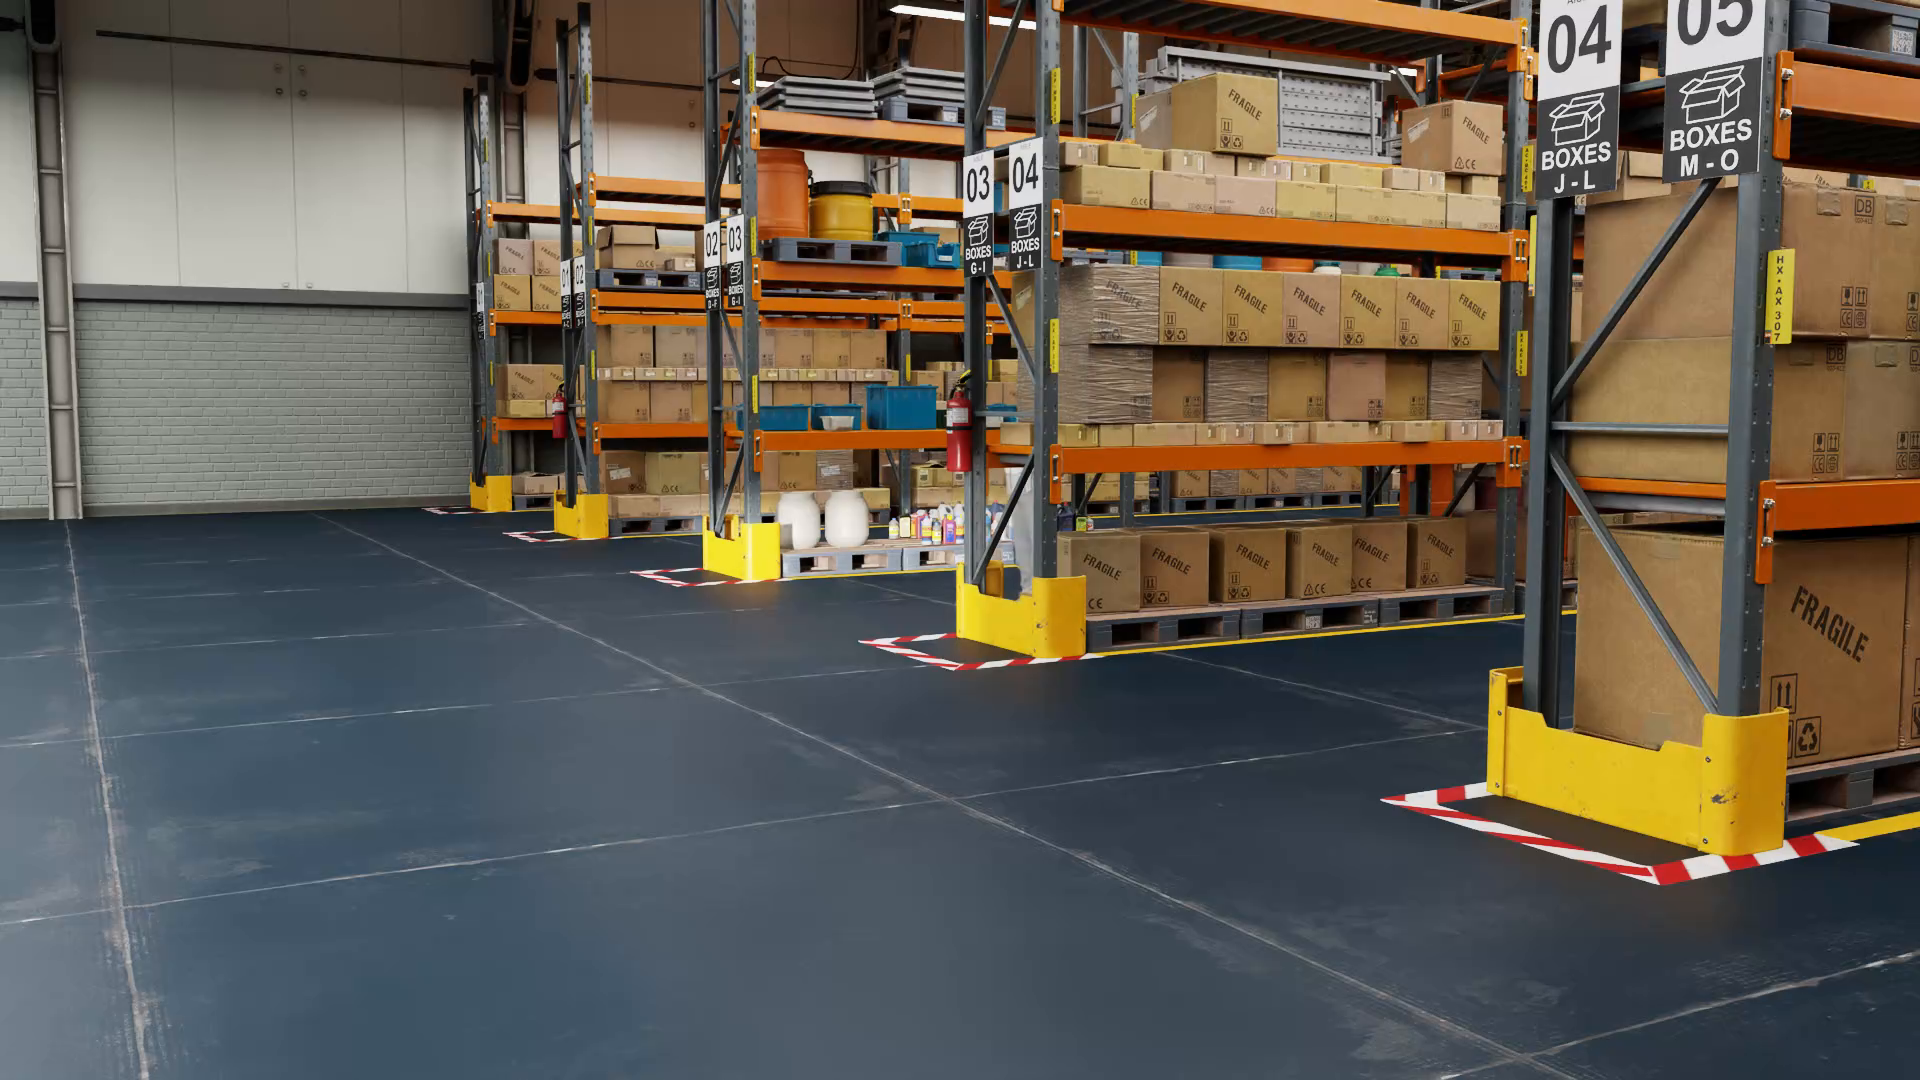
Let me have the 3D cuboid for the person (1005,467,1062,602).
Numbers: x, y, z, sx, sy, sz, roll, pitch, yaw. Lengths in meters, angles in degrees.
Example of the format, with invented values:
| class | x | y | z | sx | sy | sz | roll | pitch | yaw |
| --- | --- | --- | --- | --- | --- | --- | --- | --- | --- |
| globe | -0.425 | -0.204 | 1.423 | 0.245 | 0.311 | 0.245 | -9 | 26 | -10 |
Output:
| class | x | y | z | sx | sy | sz | roll | pitch | yaw |
| --- | --- | --- | --- | --- | --- | --- | --- | --- | --- |
| person | 0.548 | -0.328 | 12.478 | 0.393 | 1.791 | 0.533 | -3 | 6 | -28 |
